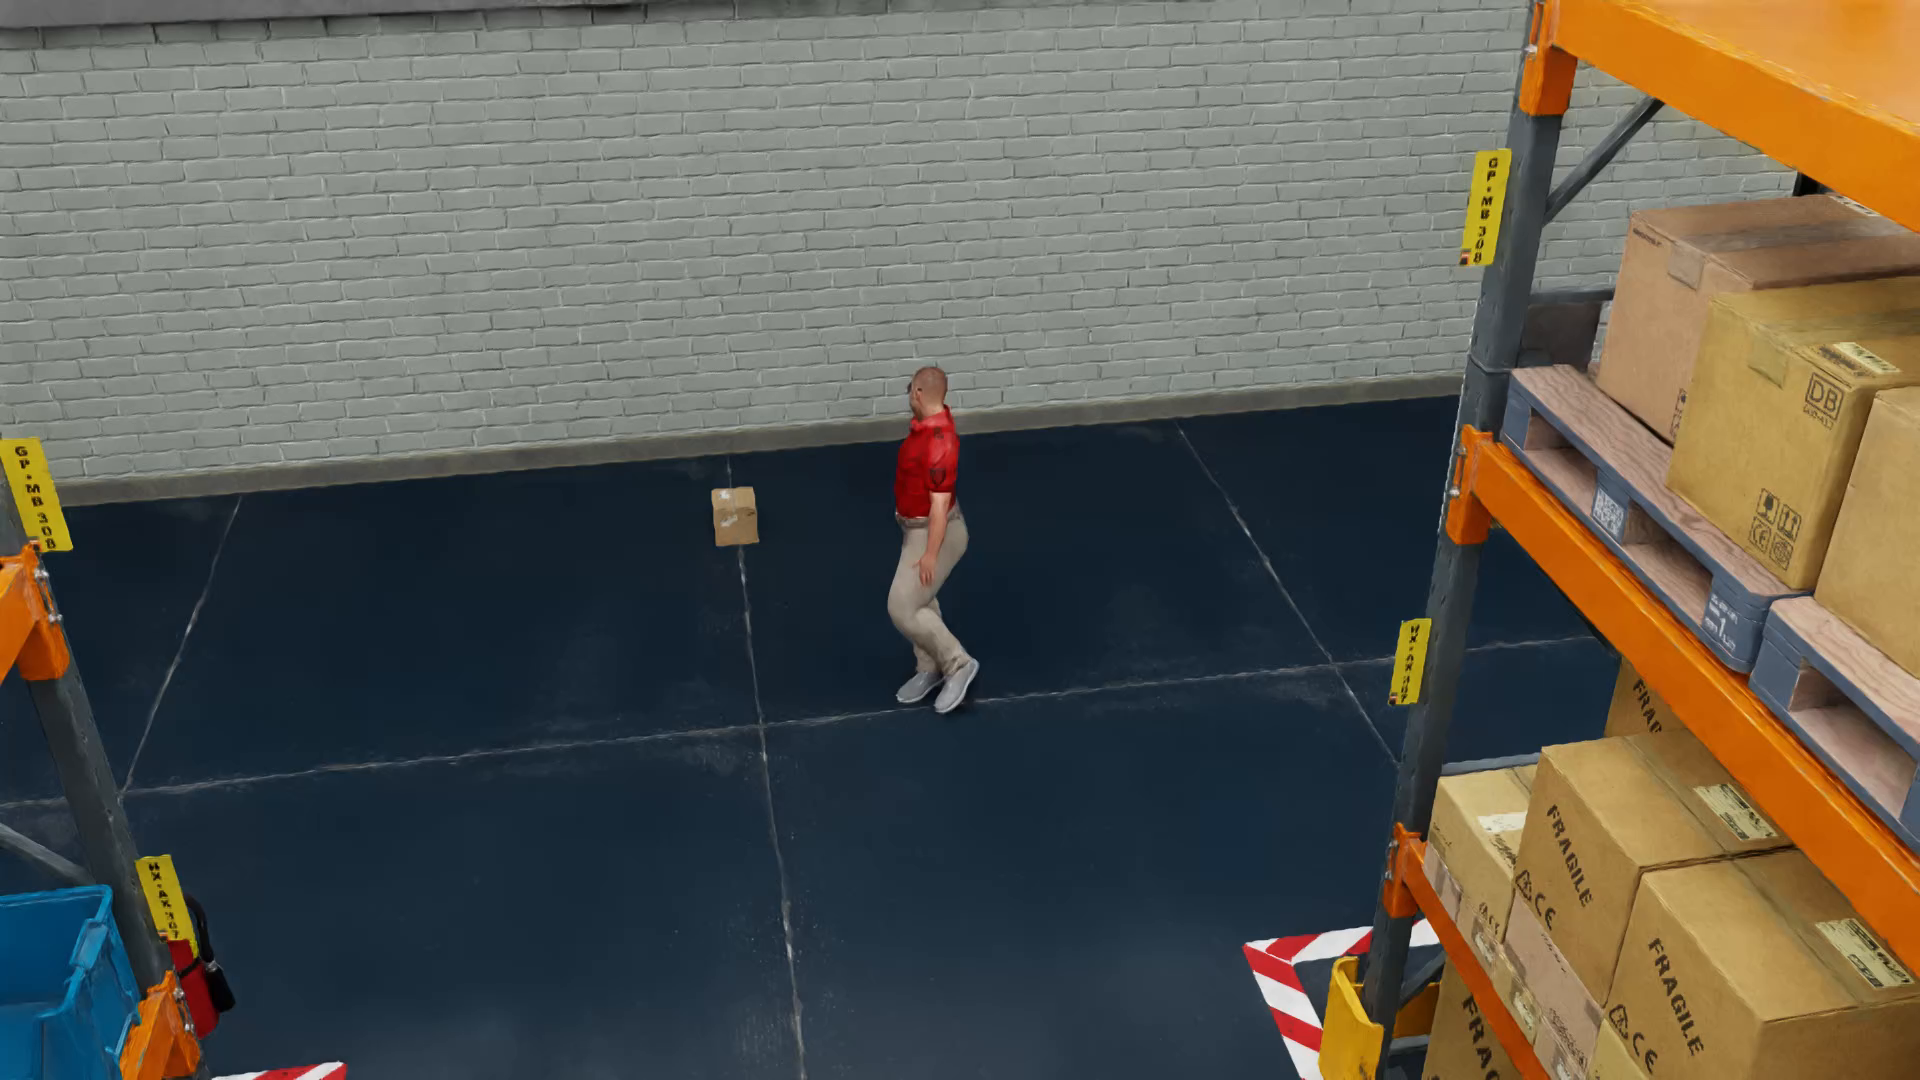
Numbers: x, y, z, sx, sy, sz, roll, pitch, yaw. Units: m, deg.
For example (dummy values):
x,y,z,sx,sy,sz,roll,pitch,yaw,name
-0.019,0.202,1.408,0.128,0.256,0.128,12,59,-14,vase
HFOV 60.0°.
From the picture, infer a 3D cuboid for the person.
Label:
x,y,z,sx,sy,sz,roll,pitch,yaw,name
-0.168,-0.002,8.178,0.437,1.717,0.699,-6,31,-9,person
